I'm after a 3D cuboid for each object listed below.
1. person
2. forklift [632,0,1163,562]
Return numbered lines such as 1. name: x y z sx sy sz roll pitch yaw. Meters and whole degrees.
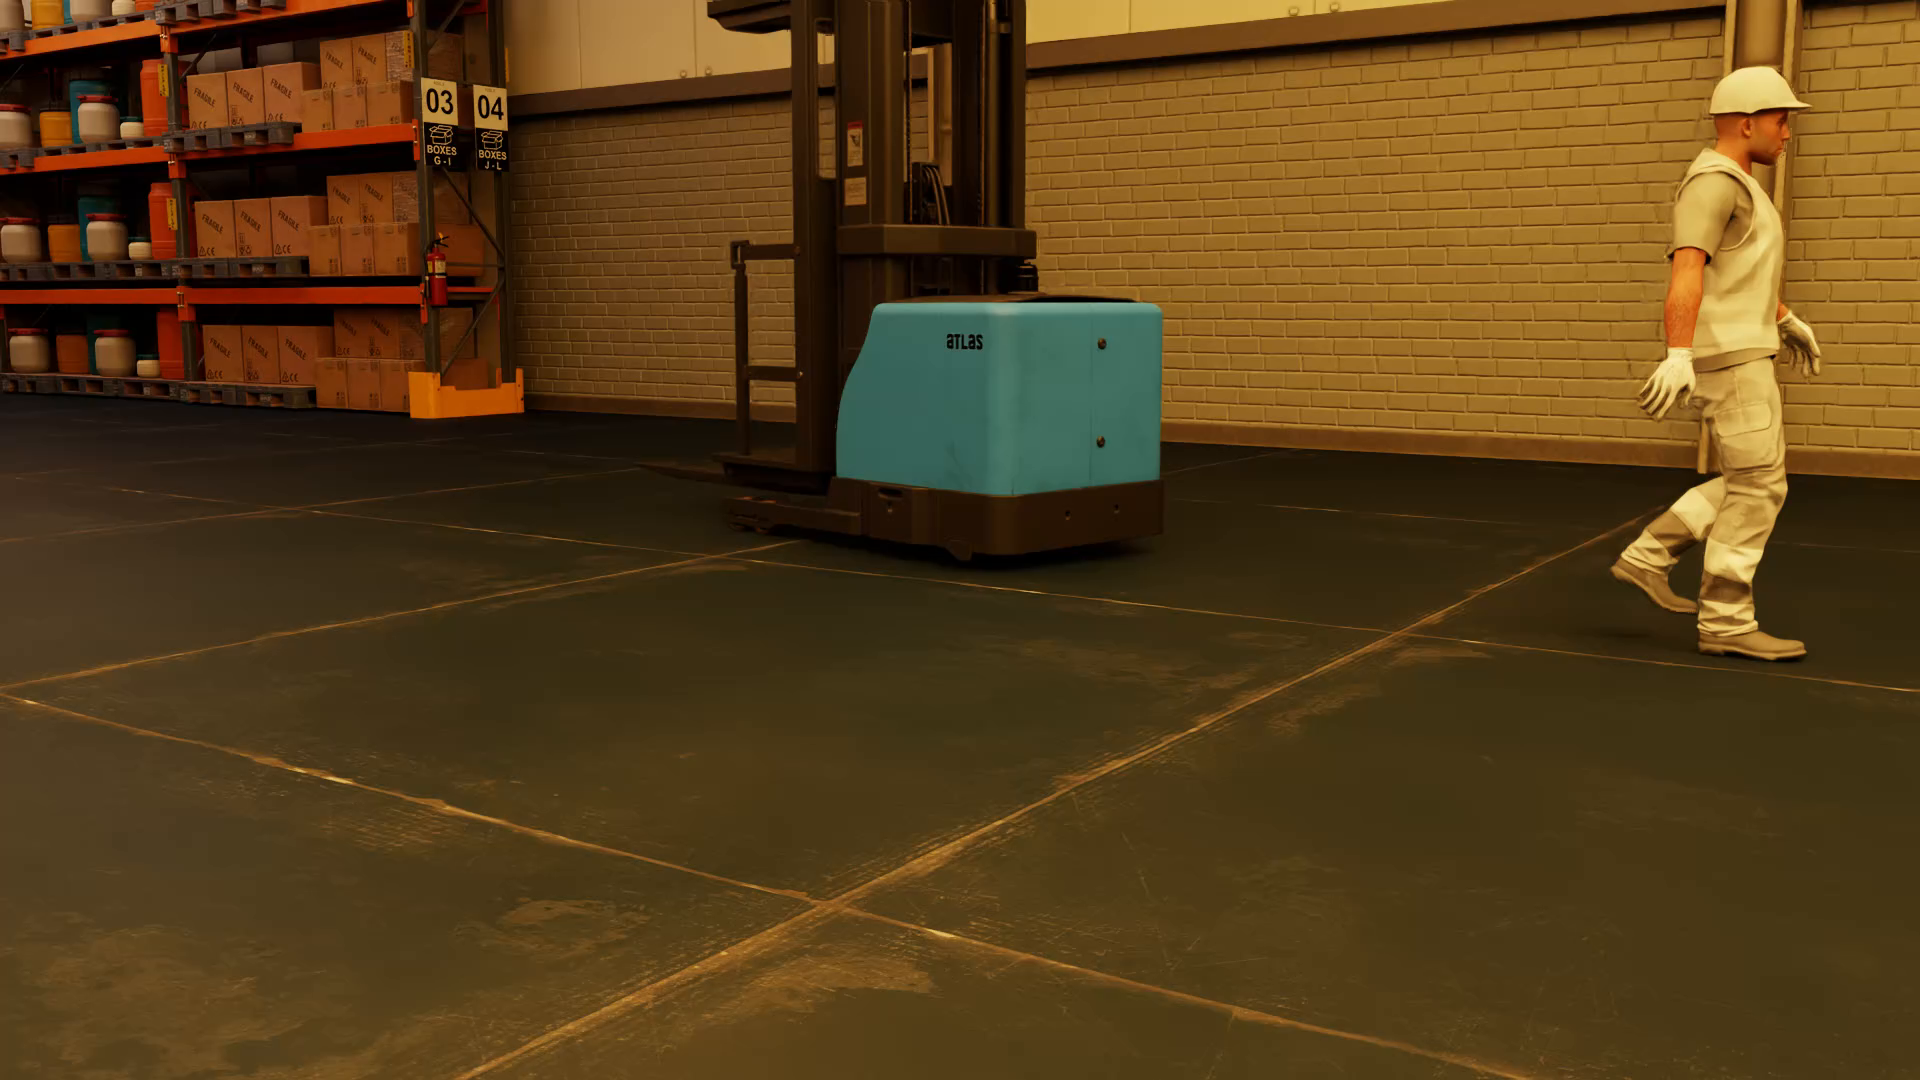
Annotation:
1. person: 2.338 -0.536 5.101 0.590 1.766 0.812 3 9 23
2. forklift: -0.482 -1.518 7.865 1.130 2.935 3.031 -7 11 -42
